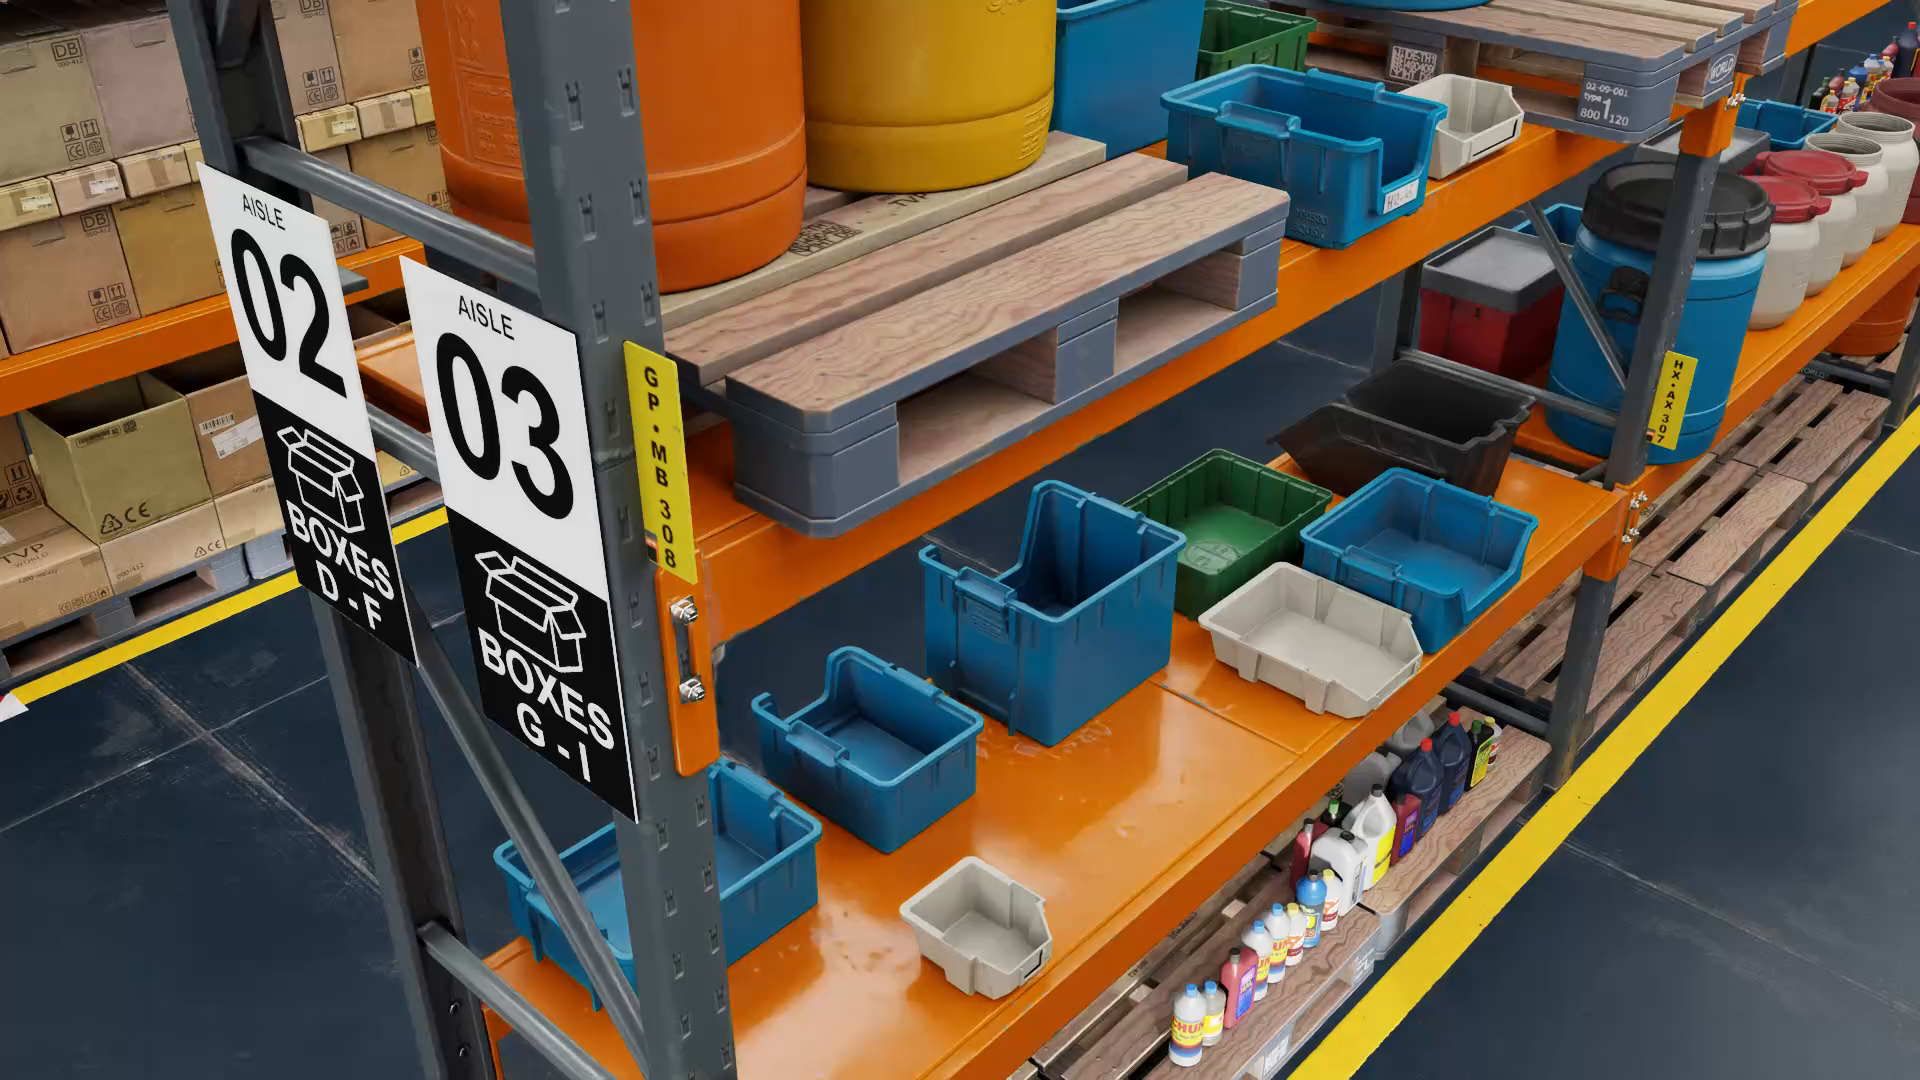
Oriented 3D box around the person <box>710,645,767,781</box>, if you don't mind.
[{"bbox_3d":[-0.913,0.355,5.527,0.581,1.755,0.600,-16,35,-24],"label":"person"}]
